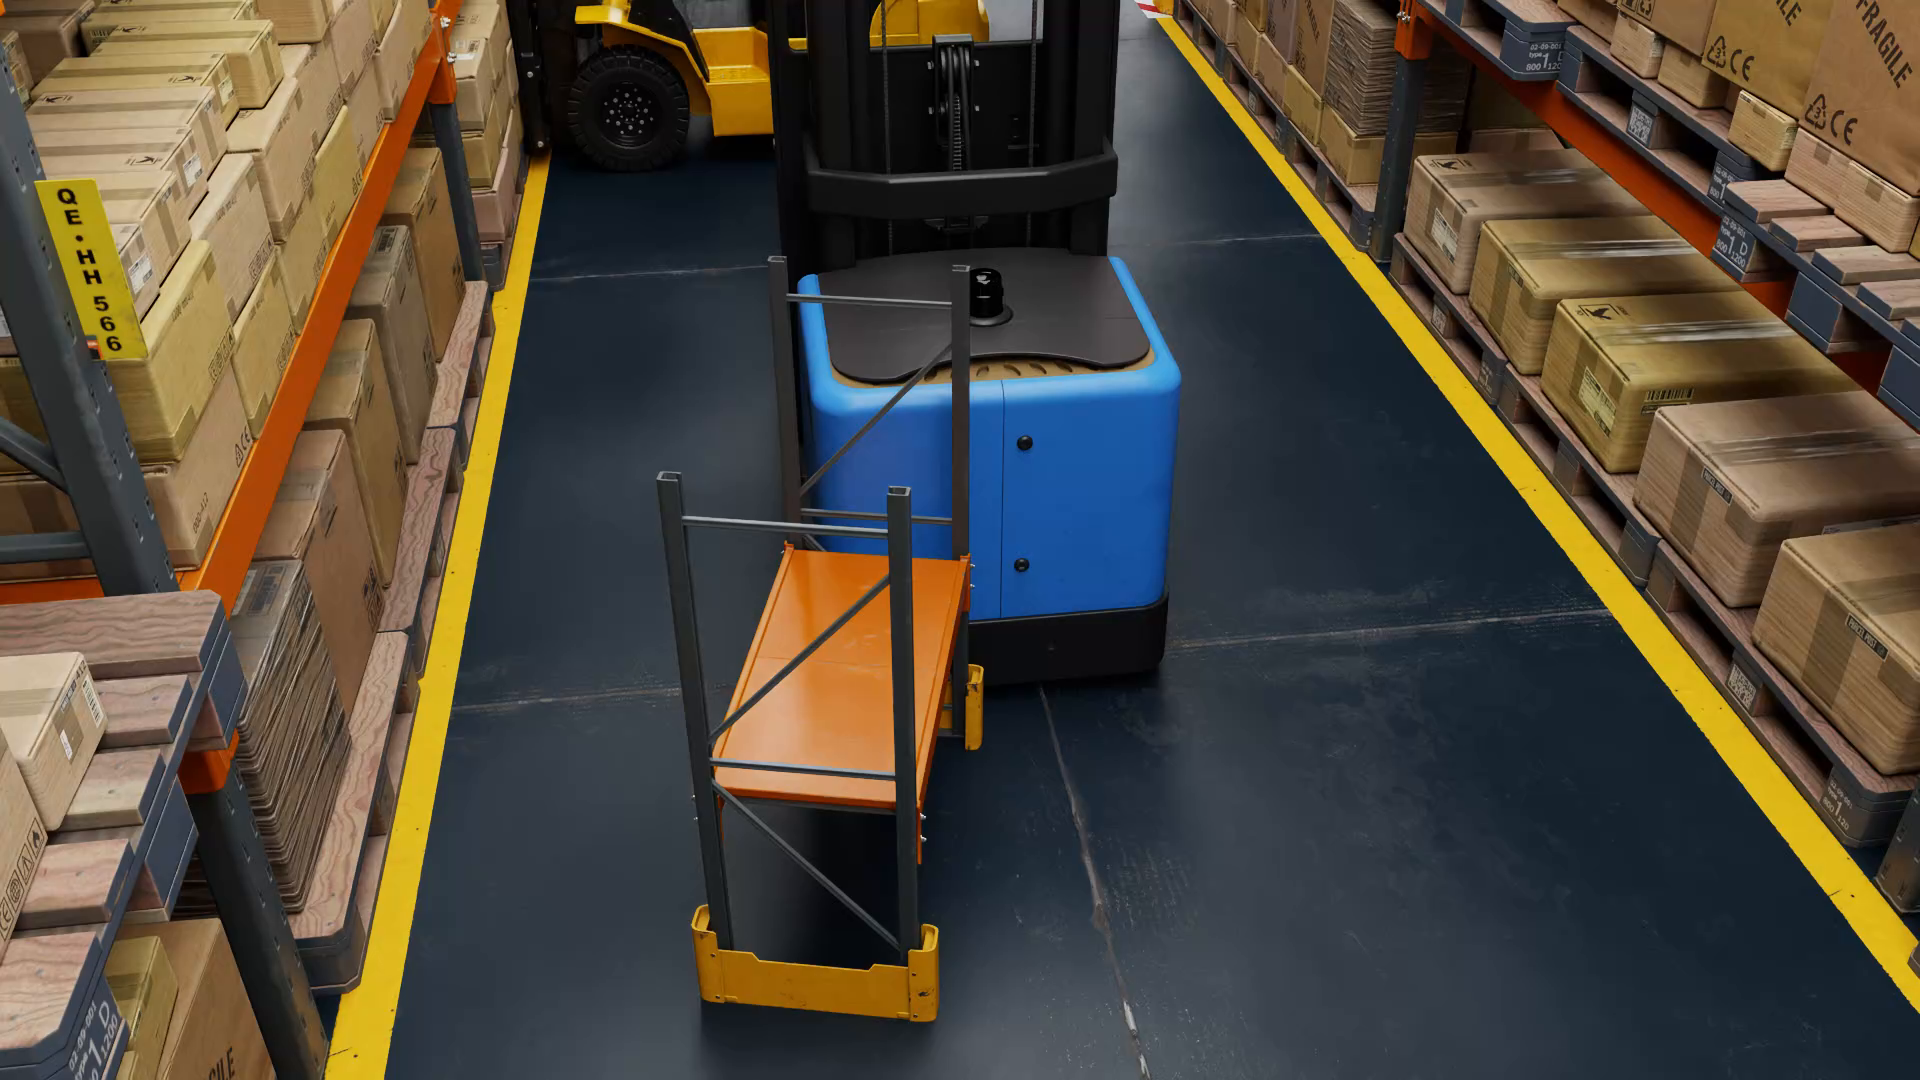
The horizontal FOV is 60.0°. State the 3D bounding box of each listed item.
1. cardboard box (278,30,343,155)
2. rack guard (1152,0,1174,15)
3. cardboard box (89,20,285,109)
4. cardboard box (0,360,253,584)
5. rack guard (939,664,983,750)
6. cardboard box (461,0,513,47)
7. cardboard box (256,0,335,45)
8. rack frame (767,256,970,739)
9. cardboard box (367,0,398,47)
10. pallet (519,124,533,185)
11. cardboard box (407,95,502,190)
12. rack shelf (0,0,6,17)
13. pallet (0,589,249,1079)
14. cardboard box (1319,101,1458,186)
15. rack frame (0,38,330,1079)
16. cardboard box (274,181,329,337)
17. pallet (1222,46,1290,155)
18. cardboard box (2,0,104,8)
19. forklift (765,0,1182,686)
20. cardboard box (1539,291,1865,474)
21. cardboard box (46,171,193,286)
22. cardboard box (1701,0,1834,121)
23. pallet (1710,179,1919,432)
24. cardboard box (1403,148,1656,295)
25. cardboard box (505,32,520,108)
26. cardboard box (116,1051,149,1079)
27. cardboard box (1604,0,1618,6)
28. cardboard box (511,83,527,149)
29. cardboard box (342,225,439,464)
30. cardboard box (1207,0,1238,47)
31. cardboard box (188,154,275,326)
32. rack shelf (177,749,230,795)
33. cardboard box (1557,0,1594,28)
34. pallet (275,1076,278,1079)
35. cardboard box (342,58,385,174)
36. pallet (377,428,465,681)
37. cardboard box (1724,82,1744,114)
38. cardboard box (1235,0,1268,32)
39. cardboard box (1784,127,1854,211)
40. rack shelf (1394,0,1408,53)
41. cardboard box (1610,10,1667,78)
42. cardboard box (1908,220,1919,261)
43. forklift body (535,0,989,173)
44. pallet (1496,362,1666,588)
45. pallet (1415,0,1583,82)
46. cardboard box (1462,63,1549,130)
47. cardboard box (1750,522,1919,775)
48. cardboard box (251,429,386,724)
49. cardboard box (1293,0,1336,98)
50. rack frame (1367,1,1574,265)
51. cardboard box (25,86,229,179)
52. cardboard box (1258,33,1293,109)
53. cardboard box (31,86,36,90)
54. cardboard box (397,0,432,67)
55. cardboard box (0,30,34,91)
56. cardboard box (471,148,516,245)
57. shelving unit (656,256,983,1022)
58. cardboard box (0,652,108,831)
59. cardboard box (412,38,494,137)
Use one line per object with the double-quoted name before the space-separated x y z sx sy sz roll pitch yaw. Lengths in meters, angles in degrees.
"cardboard box" -2.022 -1.224 4.571 0.500 0.250 0.500 -4 34 -6
"rack guard" 1.861 -3.724 10.770 1.175 0.500 0.348 -4 35 -6
"cardboard box" -1.927 -1.186 4.161 0.380 0.149 0.250 -4 34 -5
"cardboard box" -1.809 -0.161 3.456 0.500 0.250 0.500 -4 35 -6
"rack guard" -0.227 0.468 4.841 0.587 0.250 0.087 4 34 6
"cardboard box" -2.421 -2.496 7.930 0.500 0.250 0.500 -3 34 -5
"cardboard box" -1.950 -1.471 4.581 0.380 0.149 0.250 -5 35 -8
"rack frame" -0.225 -0.059 4.505 0.500 1.500 0.032 4 34 6
"cardboard box" -2.134 -1.792 5.406 0.500 0.250 0.500 -5 35 -8
"pallet" -2.763 -2.166 8.741 1.003 0.211 1.213 -4 35 -6
"cardboard box" -2.289 -1.726 7.244 0.500 0.250 0.500 -5 35 -7
"rack shelf" -2.261 -2.015 4.018 1.077 0.370 4.000 -4 35 -6
"pallet" -1.831 0.496 2.530 1.213 0.211 1.003 -4 35 -6
"cardboard box" 2.043 -1.914 7.963 0.500 0.250 0.500 -3 34 -4
"rack frame" -1.992 0.043 3.023 1.000 3.000 0.127 -4 35 -6
"cardboard box" -1.948 -0.729 4.289 0.500 0.250 0.500 -5 35 -8
"pallet" 2.096 -2.469 9.185 1.003 0.211 1.213 -4 35 -6
"cardboard box" -2.536 -1.431 4.522 0.380 0.149 0.250 -4 34 -6
"forklift" -0.085 -1.563 5.440 1.130 2.935 3.031 -4 35 -6
"cardboard box" 2.657 -0.573 5.888 0.950 0.372 0.625 -3 34 -5
"cardboard box" -1.780 -0.615 3.324 0.380 0.149 0.250 -4 34 -5
"cardboard box" 2.440 -1.474 4.524 0.500 0.500 0.500 -7 35 -10
"pallet" 2.725 -0.645 4.203 1.213 0.211 1.003 -4 35 -6
"cardboard box" 2.461 -1.362 7.045 0.950 0.372 0.625 -4 34 -6
"cardboard box" -2.415 -2.288 8.069 0.500 0.250 0.500 -5 35 -7
"cardboard box" -1.607 1.041 2.830 0.380 0.149 0.250 -6 35 -9
"cardboard box" 2.288 -2.065 5.391 0.500 0.500 0.500 -5 35 -7
"cardboard box" -2.435 -2.089 8.220 0.500 0.250 0.500 -4 34 -6
"cardboard box" -2.352 -0.657 5.786 0.875 0.625 0.625 -5 35 -7
"cardboard box" 1.746 -3.080 9.674 0.500 0.250 0.500 -3 34 -5
"cardboard box" -1.876 -0.647 3.725 0.500 0.250 0.500 -3 34 -5
"rack shelf" -1.723 1.457 1.588 1.077 0.370 4.000 -4 35 -6
"cardboard box" 2.281 -1.865 5.673 0.380 0.149 0.250 -4 34 -6
"pallet" -1.929 1.615 3.193 1.003 0.211 1.213 -4 35 -6
"cardboard box" -2.093 -1.306 5.136 0.500 0.250 0.500 -4 34 -6
"pallet" -2.225 0.054 5.483 1.003 0.211 1.213 -4 35 -6
"cardboard box" 2.477 -1.294 4.836 0.380 0.149 0.250 -4 34 -6
"cardboard box" 1.823 -3.090 9.023 0.500 0.500 0.500 -4 34 -5
"cardboard box" 2.437 -0.992 4.392 0.380 0.149 0.250 -6 35 -9
"rack shelf" 2.119 -3.386 8.693 1.077 0.370 4.000 -4 35 -6
"cardboard box" 2.297 -1.575 5.247 0.380 0.149 0.250 -3 34 -5
"cardboard box" 2.541 -0.714 3.984 0.380 0.149 0.250 -4 34 -6
"forklift body" -1.005 -3.150 8.463 2.313 2.155 1.214 -4 35 -6
"pallet" 2.662 -0.298 6.000 1.003 0.211 1.213 -4 35 -6
"pallet" 2.347 -2.050 6.265 1.003 0.211 1.213 -4 35 -6
"cardboard box" 2.577 -2.264 7.811 0.500 0.500 0.500 -3 34 -4
"cardboard box" 2.860 0.262 4.663 0.950 0.372 0.625 -7 35 -10
"cardboard box" -2.158 0.138 4.620 0.875 0.625 0.625 -3 34 -5
"cardboard box" 1.973 -2.508 8.169 0.500 0.500 0.500 -4 34 -6
"rack frame" 2.388 -2.567 6.853 1.000 3.000 0.127 -4 35 -6
"cardboard box" -1.888 -0.901 3.744 0.380 0.149 0.250 -4 34 -6
"cardboard box" 1.897 -2.494 8.815 0.500 0.250 0.500 -4 34 -6
"cardboard box" -2.523 -1.177 4.503 0.500 0.250 0.500 -5 35 -7
"cardboard box" -2.203 -1.865 5.957 0.500 0.250 0.500 -4 34 -5
"cardboard box" -2.533 -1.135 4.088 0.380 0.149 0.250 -5 35 -7
"cardboard box" -2.267 -1.521 7.387 0.500 0.250 0.500 -4 34 -6
"shelving unit" -0.286 0.230 4.081 0.587 1.500 1.083 4 34 6
"cardboard box" -1.523 0.311 2.480 0.380 0.149 0.250 -4 34 -5
"cardboard box" -2.284 -1.933 7.104 0.500 0.250 0.500 -5 35 -7
